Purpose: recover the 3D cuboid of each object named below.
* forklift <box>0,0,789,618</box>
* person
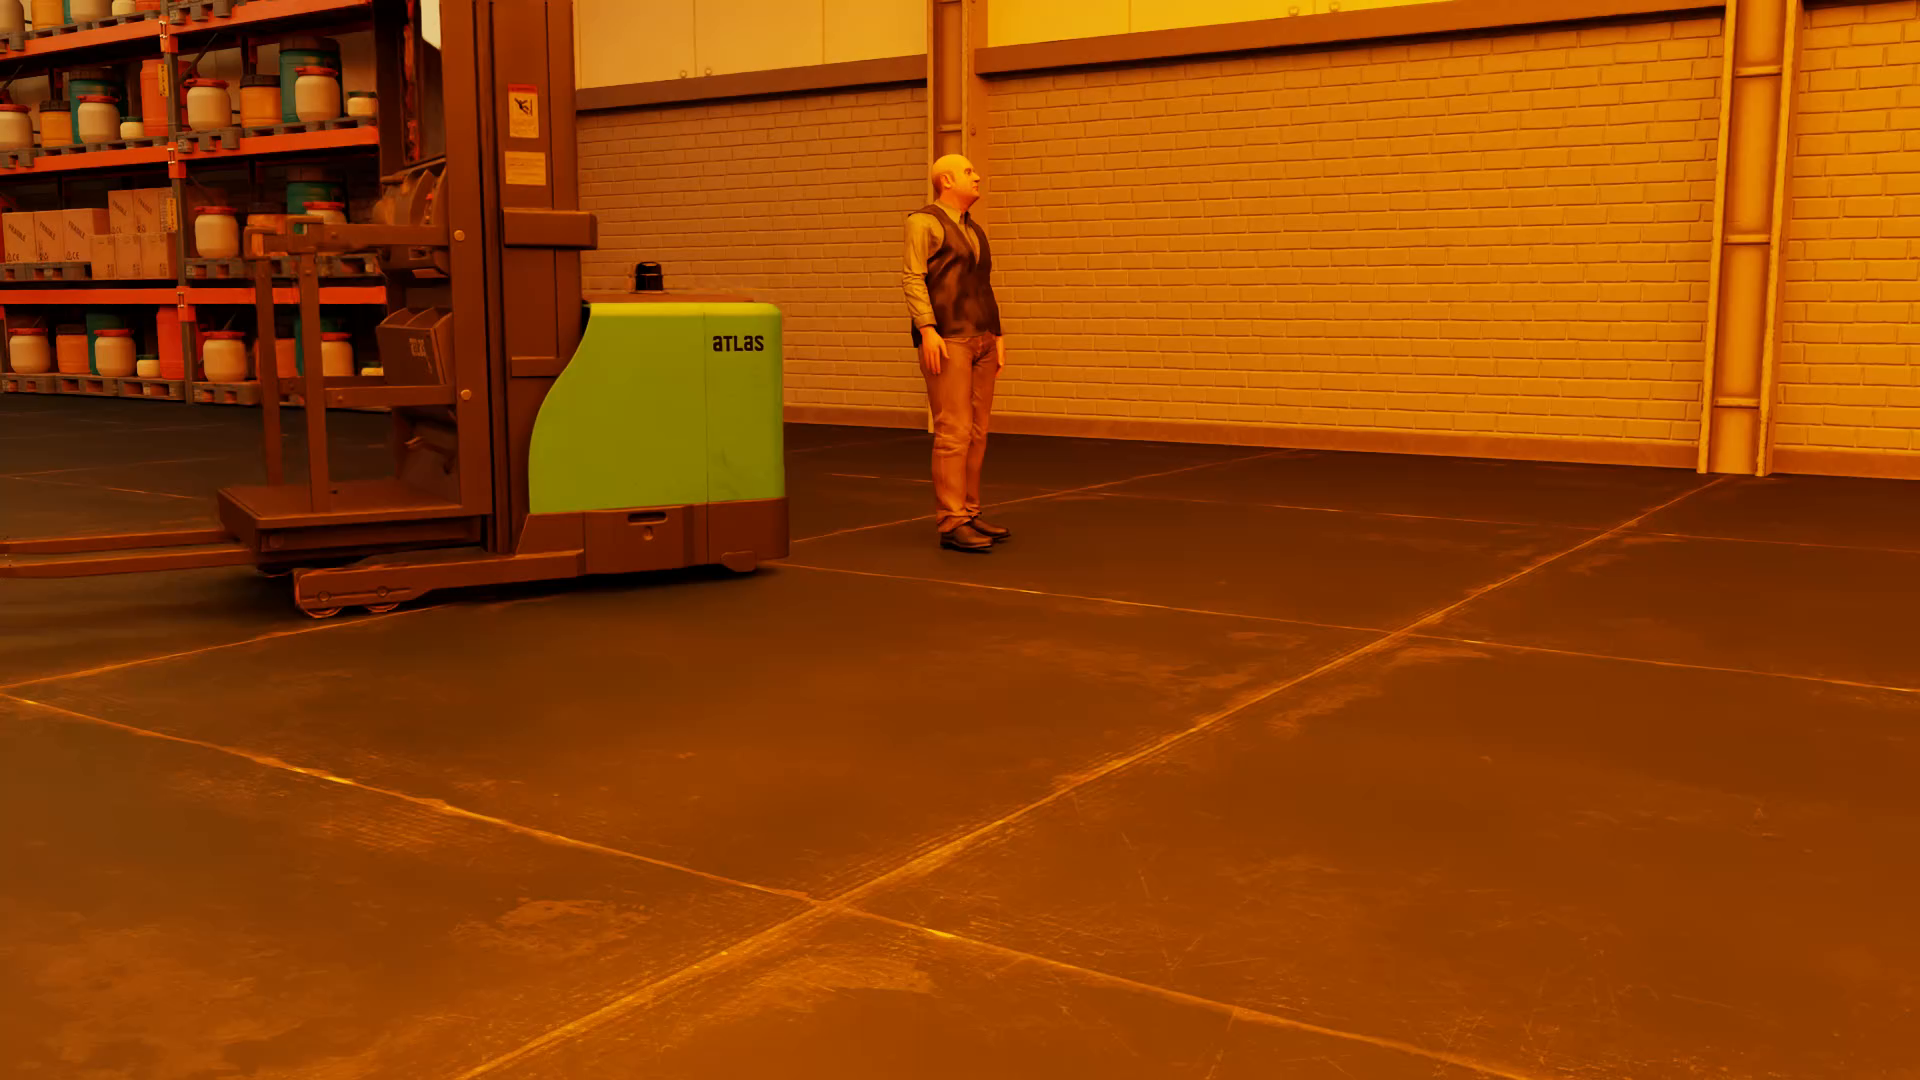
[{"bbox_3d":[-2.215,-1.267,6.101,3.031,2.935,1.130,-5,9,-30],"label":"forklift"},{"bbox_3d":[0.048,-0.853,7.441,0.566,1.722,0.633,5,10,34],"label":"person"}]
